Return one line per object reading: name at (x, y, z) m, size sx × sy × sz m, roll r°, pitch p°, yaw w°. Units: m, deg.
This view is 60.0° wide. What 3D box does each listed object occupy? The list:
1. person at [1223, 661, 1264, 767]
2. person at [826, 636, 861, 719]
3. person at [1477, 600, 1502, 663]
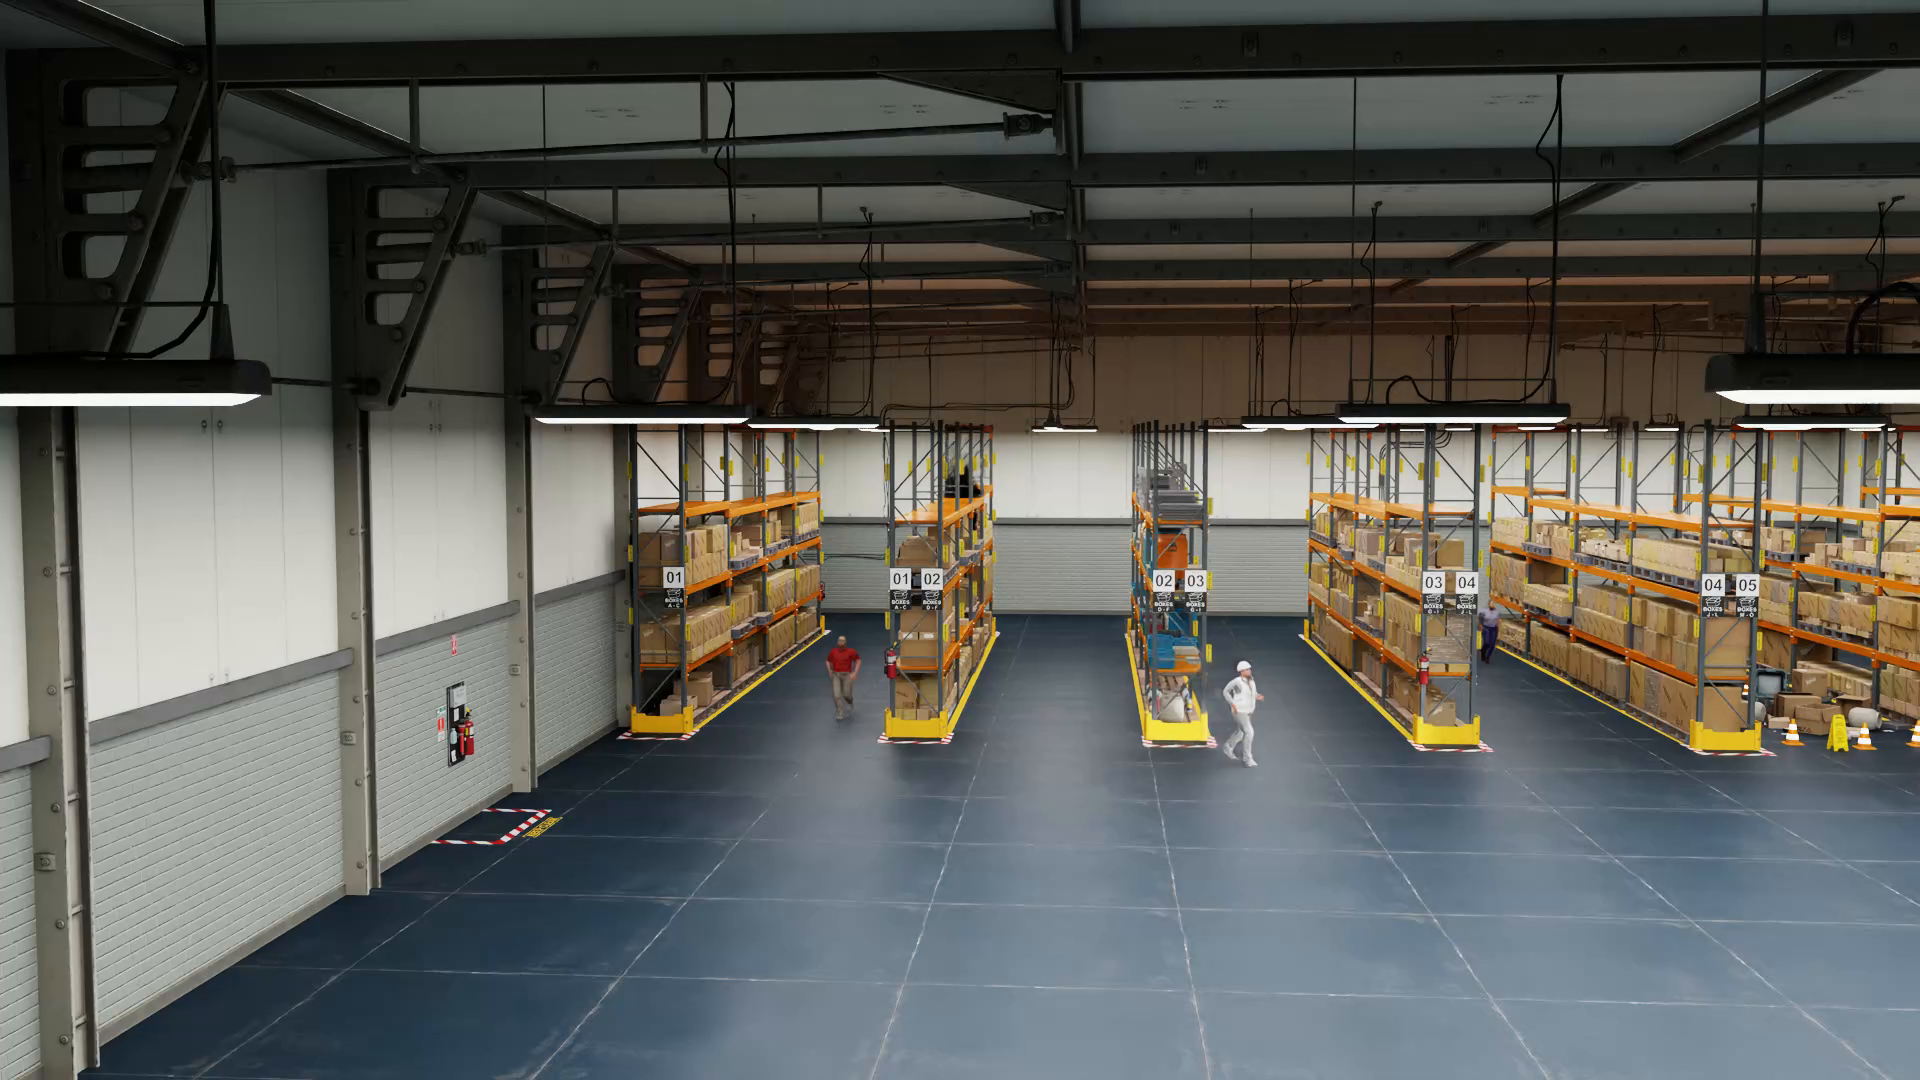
person at (4.906, 3.007, 28.951) m, size 0.787 × 1.824 × 0.659 m, roll 3°, pitch 5°, yaw 43°
person at (-2.358, 2.755, 33.532) m, size 0.710 × 1.671 × 0.631 m, roll 0°, pitch 4°, yaw 6°
person at (13.261, 2.290, 41.582) m, size 0.603 × 1.595 × 0.605 m, roll 0°, pitch 4°, yaw -2°
